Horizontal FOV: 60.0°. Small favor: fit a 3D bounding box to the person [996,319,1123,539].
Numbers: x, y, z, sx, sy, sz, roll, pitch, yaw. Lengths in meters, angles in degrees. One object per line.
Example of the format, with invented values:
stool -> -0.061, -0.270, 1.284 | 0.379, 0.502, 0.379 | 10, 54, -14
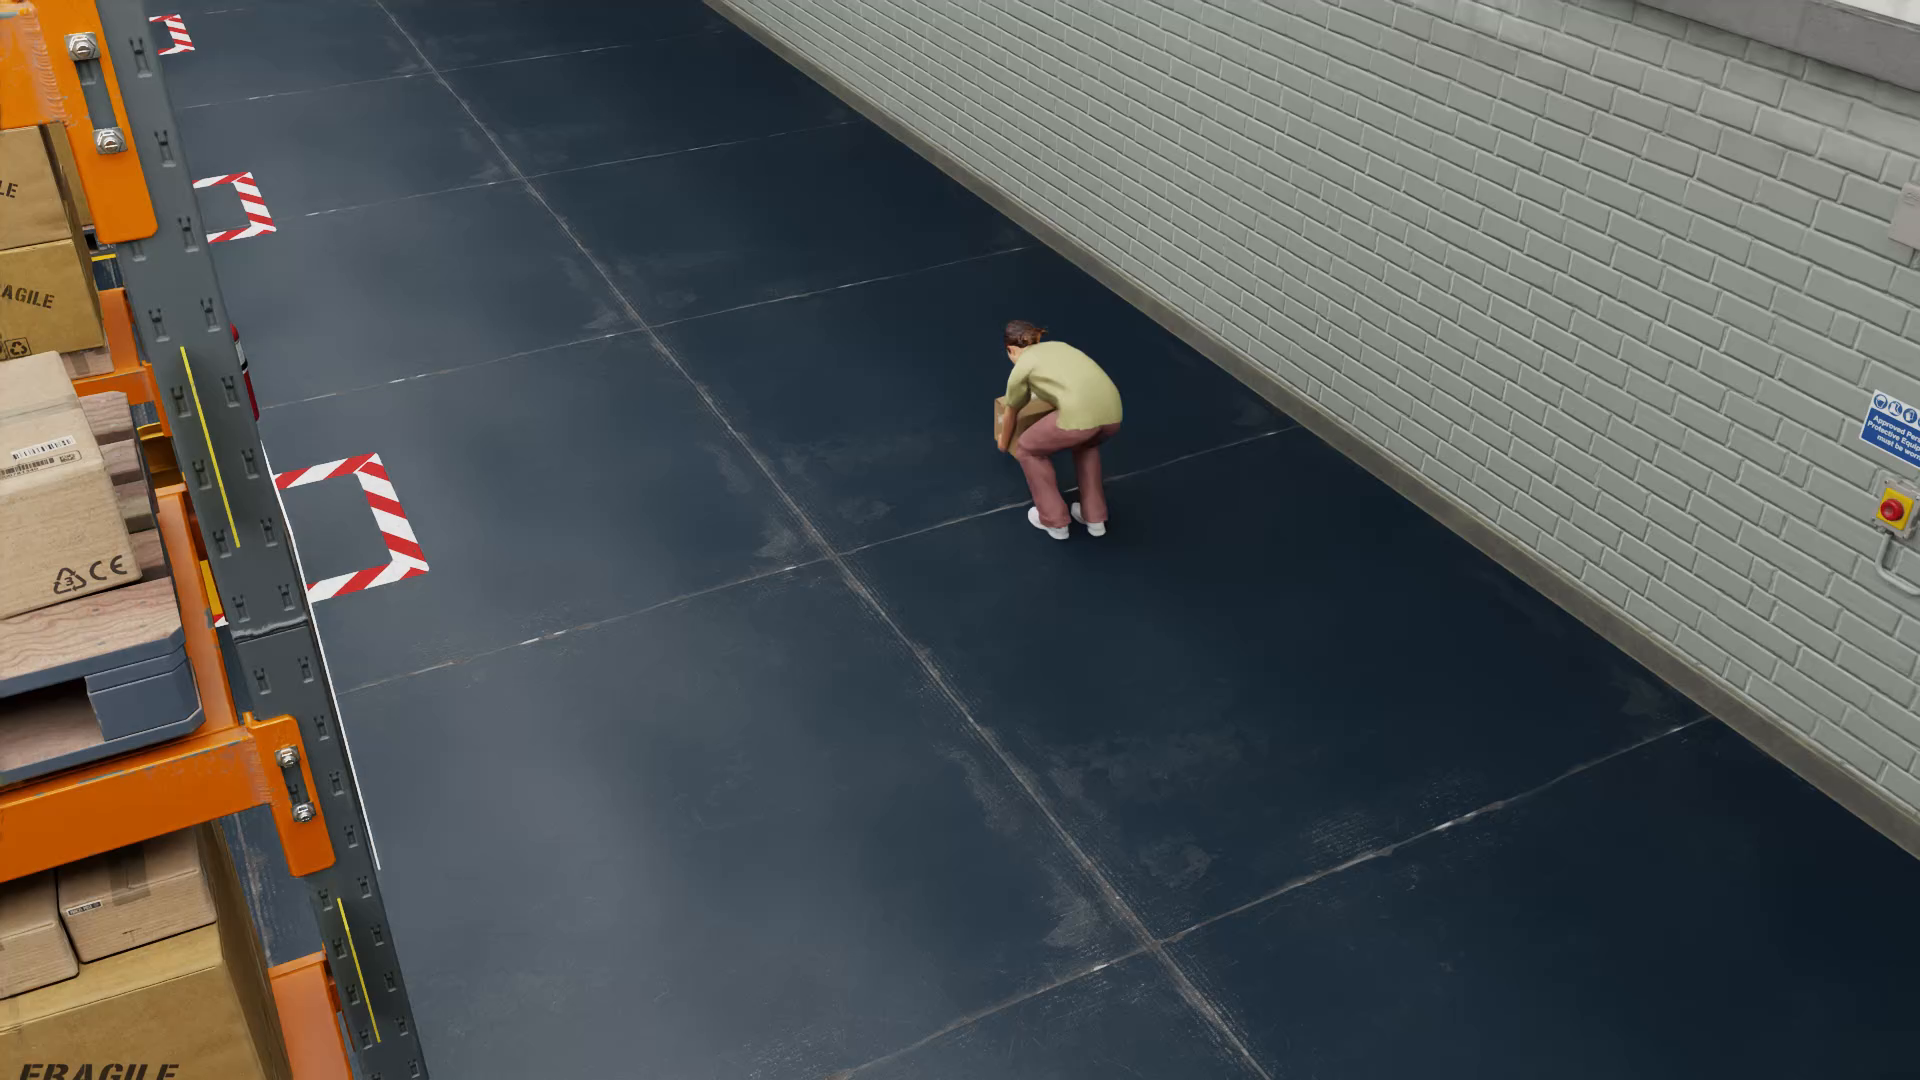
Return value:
person -> 0.493, -0.566, 8.610 | 0.455, 1.017, 0.868 | -18, 37, -25
